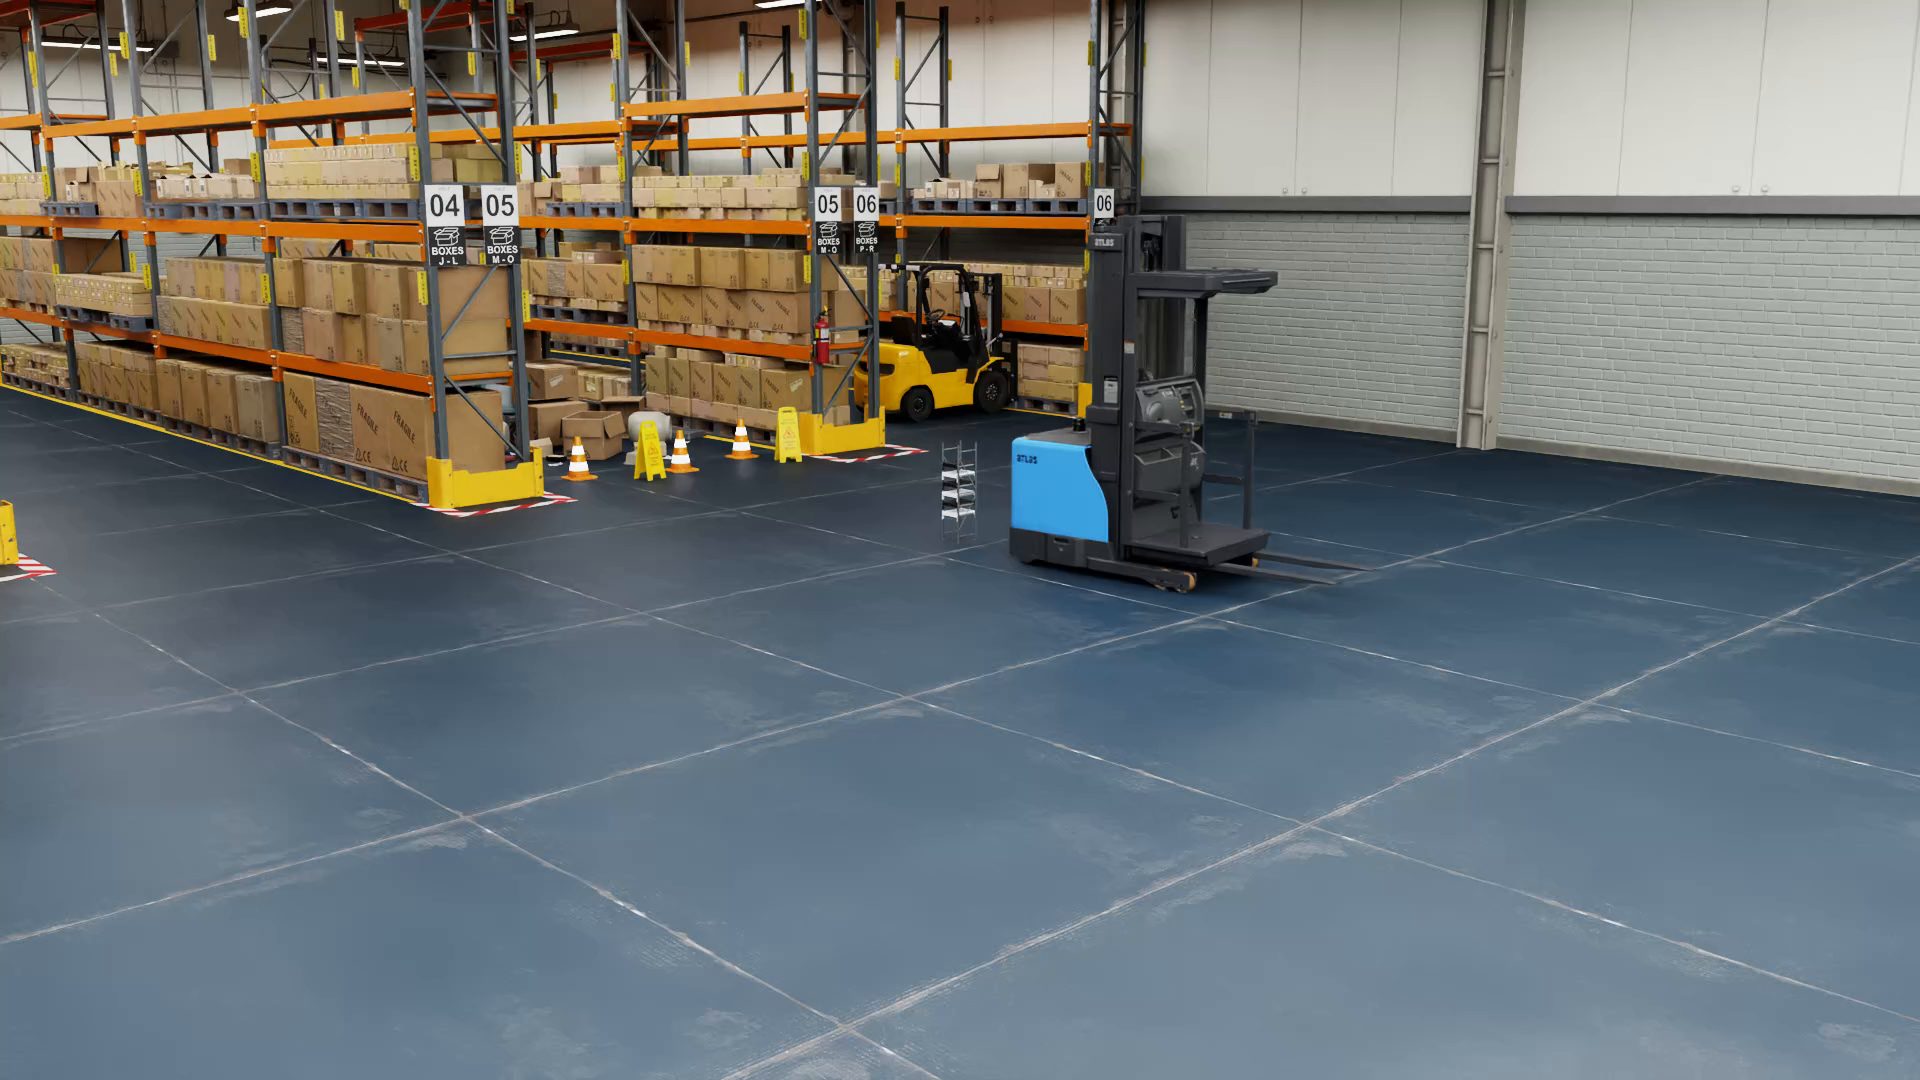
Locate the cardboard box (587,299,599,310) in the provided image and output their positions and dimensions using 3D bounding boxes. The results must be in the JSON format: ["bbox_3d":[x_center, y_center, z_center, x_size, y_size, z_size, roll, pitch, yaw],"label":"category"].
[{"bbox_3d":[-5.099,-3.368,23.744,0.380,0.149,0.250,-11,16,-43],"label":"cardboard box"}]

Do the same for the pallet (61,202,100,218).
[{"bbox_3d":[-12.138,-4.759,23.948,1.213,0.211,1.003,-11,16,-43],"label":"pallet"}]

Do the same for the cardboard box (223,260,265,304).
[{"bbox_3d":[-8.733,-3.229,20.765,0.700,0.500,0.500,-11,16,-42],"label":"cardboard box"}]

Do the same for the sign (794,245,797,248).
[{"bbox_3d":[-2.946,-5.096,29.681,0.100,0.325,0.005,-11,16,-43],"label":"sign"}]

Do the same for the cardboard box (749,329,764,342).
[{"bbox_3d":[-2.437,-2.588,21.001,0.380,0.149,0.250,-11,16,-42],"label":"cardboard box"}]

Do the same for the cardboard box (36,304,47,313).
[{"bbox_3d":[-14.339,-3.670,26.253,0.250,0.149,0.380,11,16,43],"label":"cardboard box"}]

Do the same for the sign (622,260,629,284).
[{"bbox_3d":[-4.569,-3.664,22.732,0.100,0.325,0.005,-11,16,-43],"label":"sign"}]

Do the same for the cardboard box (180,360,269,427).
[{"bbox_3d":[-9.481,-1.929,21.716,1.050,0.750,0.750,-11,16,-42],"label":"cardboard box"}]

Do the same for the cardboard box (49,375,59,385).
[{"bbox_3d":[-14.071,-2.536,26.151,0.250,0.149,0.380,11,16,43],"label":"cardboard box"}]

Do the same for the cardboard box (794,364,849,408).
[{"bbox_3d":[-1.782,-1.977,21.327,0.500,0.500,0.500,11,16,43],"label":"cardboard box"}]

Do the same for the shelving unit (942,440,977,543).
[{"bbox_3d":[-0.006,-0.442,15.165,0.258,0.900,0.210,-11,16,-43],"label":"shelving unit"}]

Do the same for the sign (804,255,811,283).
[{"bbox_3d":[-1.823,-3.239,19.883,0.100,0.325,0.005,-11,16,-43],"label":"sign"}]

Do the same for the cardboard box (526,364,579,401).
[{"bbox_3d":[-5.437,-2.069,22.177,0.500,0.500,0.500,-11,16,-43],"label":"cardboard box"}]

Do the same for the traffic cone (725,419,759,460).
[{"bbox_3d":[-2.638,-1.232,20.081,0.336,0.463,0.334,-11,16,-43],"label":"traffic cone"}]

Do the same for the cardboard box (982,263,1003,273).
[{"bbox_3d":[0.555,-4.081,25.031,0.380,0.149,0.250,-11,16,-42],"label":"cardboard box"}]

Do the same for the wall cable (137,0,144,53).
[{"bbox_3d":[-17.707,-11.378,33.306,2.355,3.000,0.029,-11,16,-43],"label":"wall cable"}]

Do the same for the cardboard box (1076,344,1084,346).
[{"bbox_3d":[1.984,-2.729,24.356,0.500,0.250,0.500,-11,16,-43],"label":"cardboard box"}]

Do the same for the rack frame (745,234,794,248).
[{"bbox_3d":[-3.345,-4.451,29.420,1.000,3.000,0.127,-11,16,-43],"label":"rack frame"}]

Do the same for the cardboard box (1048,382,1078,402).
[{"bbox_3d":[1.626,-2.167,24.107,0.500,0.250,0.500,-11,16,-42],"label":"cardboard box"}]

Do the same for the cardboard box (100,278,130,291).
[{"bbox_3d":[-11.815,-3.585,23.327,0.380,0.149,0.250,-11,16,-43],"label":"cardboard box"}]

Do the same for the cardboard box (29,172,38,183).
[{"bbox_3d":[-14.008,-5.548,25.457,0.380,0.149,0.250,-11,16,-43],"label":"cardboard box"}]

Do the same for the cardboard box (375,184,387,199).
[{"bbox_3d":[-5.744,-3.563,17.010,0.380,0.149,0.250,-11,16,-42],"label":"cardboard box"}]

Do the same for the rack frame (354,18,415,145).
[{"bbox_3d":[-9.695,-7.281,28.288,1.000,3.000,0.127,-11,16,-43],"label":"rack frame"}]

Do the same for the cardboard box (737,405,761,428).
[{"bbox_3d":[-2.513,-1.607,21.391,0.500,0.250,0.500,-11,16,-42],"label":"cardboard box"}]

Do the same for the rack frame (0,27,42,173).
[{"bbox_3d":[-15.968,-7.160,27.702,1.000,3.000,0.127,-11,16,-43],"label":"rack frame"}]

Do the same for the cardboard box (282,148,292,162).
[{"bbox_3d":[-7.323,-4.287,18.549,0.380,0.149,0.250,-11,16,-43],"label":"cardboard box"}]

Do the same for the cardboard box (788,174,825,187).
[{"bbox_3d":[-1.855,-4.336,20.075,0.380,0.149,0.250,-11,16,-42],"label":"cardboard box"}]

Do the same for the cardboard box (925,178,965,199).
[{"bbox_3d":[-0.185,-5.392,25.486,0.500,0.311,0.500,-10,16,-41],"label":"cardboard box"}]

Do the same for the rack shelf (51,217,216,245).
[{"bbox_3d":[-11.824,-4.463,23.827,1.077,0.370,4.000,-11,16,-43],"label":"rack shelf"}]

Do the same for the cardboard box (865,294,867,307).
[{"bbox_3d":[-1.471,-3.903,27.134,0.500,0.250,0.500,-11,16,-43],"label":"cardboard box"}]

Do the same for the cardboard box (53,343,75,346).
[{"bbox_3d":[-15.016,-3.216,27.975,0.380,0.149,0.250,-11,16,-44],"label":"cardboard box"}]

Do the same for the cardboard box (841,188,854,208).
[{"bbox_3d":[-1.563,-4.243,20.612,0.500,0.250,0.500,-11,16,-44],"label":"cardboard box"}]

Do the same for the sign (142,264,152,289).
[{"bbox_3d":[-10.829,-3.505,22.158,0.100,0.325,0.005,-11,16,-43],"label":"sign"}]

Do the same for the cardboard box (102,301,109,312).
[{"bbox_3d":[-11.821,-3.295,23.389,0.250,0.149,0.380,11,16,43],"label":"cardboard box"}]

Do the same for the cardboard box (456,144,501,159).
[{"bbox_3d":[-4.919,-3.971,17.015,0.380,0.149,0.250,-11,16,-42],"label":"cardboard box"}]

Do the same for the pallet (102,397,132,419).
[{"bbox_3d":[-11.820,-1.981,24.340,1.003,0.211,1.213,-11,16,-43],"label":"pallet"}]

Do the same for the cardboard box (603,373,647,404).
[{"bbox_3d":[-4.534,-2.170,23.819,0.950,0.372,0.625,-11,16,-42],"label":"cardboard box"}]

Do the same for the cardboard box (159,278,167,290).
[{"bbox_3d":[-11.158,-3.637,23.575,0.250,0.149,0.380,11,16,43],"label":"cardboard box"}]

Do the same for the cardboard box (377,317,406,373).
[{"bbox_3d":[-5.603,-2.085,17.565,0.875,0.550,0.550,-11,16,-43],"label":"cardboard box"}]

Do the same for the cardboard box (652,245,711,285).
[{"bbox_3d":[-3.686,-3.687,22.250,0.700,0.500,0.500,-11,16,-42],"label":"cardboard box"}]

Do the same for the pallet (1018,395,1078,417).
[{"bbox_3d":[1.621,-2.023,24.548,1.003,0.211,1.213,-11,16,-43],"label":"pallet"}]

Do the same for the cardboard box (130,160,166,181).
[{"bbox_3d":[-10.910,-4.970,22.361,0.396,0.266,0.258,-11,16,-43],"label":"cardboard box"}]

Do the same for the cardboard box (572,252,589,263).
[{"bbox_3d":[-5.344,-4.064,23.910,0.250,0.149,0.380,11,16,43],"label":"cardboard box"}]

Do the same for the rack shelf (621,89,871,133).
[{"bbox_3d":[-2.789,-5.467,21.277,1.077,0.370,4.000,-11,16,-43],"label":"rack shelf"}]

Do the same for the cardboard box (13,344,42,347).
[{"bbox_3d":[-15.574,-3.175,27.778,0.380,0.149,0.250,-11,16,-42],"label":"cardboard box"}]

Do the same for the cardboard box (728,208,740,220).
[{"bbox_3d":[-2.721,-4.141,21.105,0.250,0.149,0.380,11,16,44],"label":"cardboard box"}]

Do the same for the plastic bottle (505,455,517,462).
[{"bbox_3d":[-5.408,-0.967,19.790,0.133,0.061,0.283,6,13,26],"label":"plastic bottle"}]

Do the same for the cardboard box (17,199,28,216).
[{"bbox_3d":[-14.427,-5.216,26.072,0.500,0.250,0.500,-11,16,-43],"label":"cardboard box"}]

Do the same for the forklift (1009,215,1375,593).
[{"bbox_3d":[1.882,-1.133,13.487,3.031,2.935,1.130,9,15,39],"label":"forklift"}]

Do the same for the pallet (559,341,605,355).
[{"bbox_3d":[-7.428,-3.947,33.886,1.003,0.211,1.213,-11,16,-43],"label":"pallet"}]

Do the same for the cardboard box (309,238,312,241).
[{"bbox_3d":[-11.669,-5.543,30.388,0.380,0.149,0.250,-11,16,-42],"label":"cardboard box"}]

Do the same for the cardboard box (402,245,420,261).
[{"bbox_3d":[-8.883,-4.633,27.578,0.500,0.500,0.500,11,16,44],"label":"cardboard box"}]

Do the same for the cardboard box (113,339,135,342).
[{"bbox_3d":[-12.508,-2.913,25.251,0.500,0.250,0.500,11,16,44],"label":"cardboard box"}]

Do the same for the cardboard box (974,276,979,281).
[{"bbox_3d":[0.310,-3.960,25.181,0.250,0.149,0.380,11,16,43],"label":"cardboard box"}]

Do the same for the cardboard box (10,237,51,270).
[{"bbox_3d":[-14.799,-4.578,26.573,0.500,0.500,0.500,11,16,43],"label":"cardboard box"}]

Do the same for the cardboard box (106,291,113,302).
[{"bbox_3d":[-11.655,-3.404,23.185,0.380,0.149,0.250,-11,16,-42],"label":"cardboard box"}]
